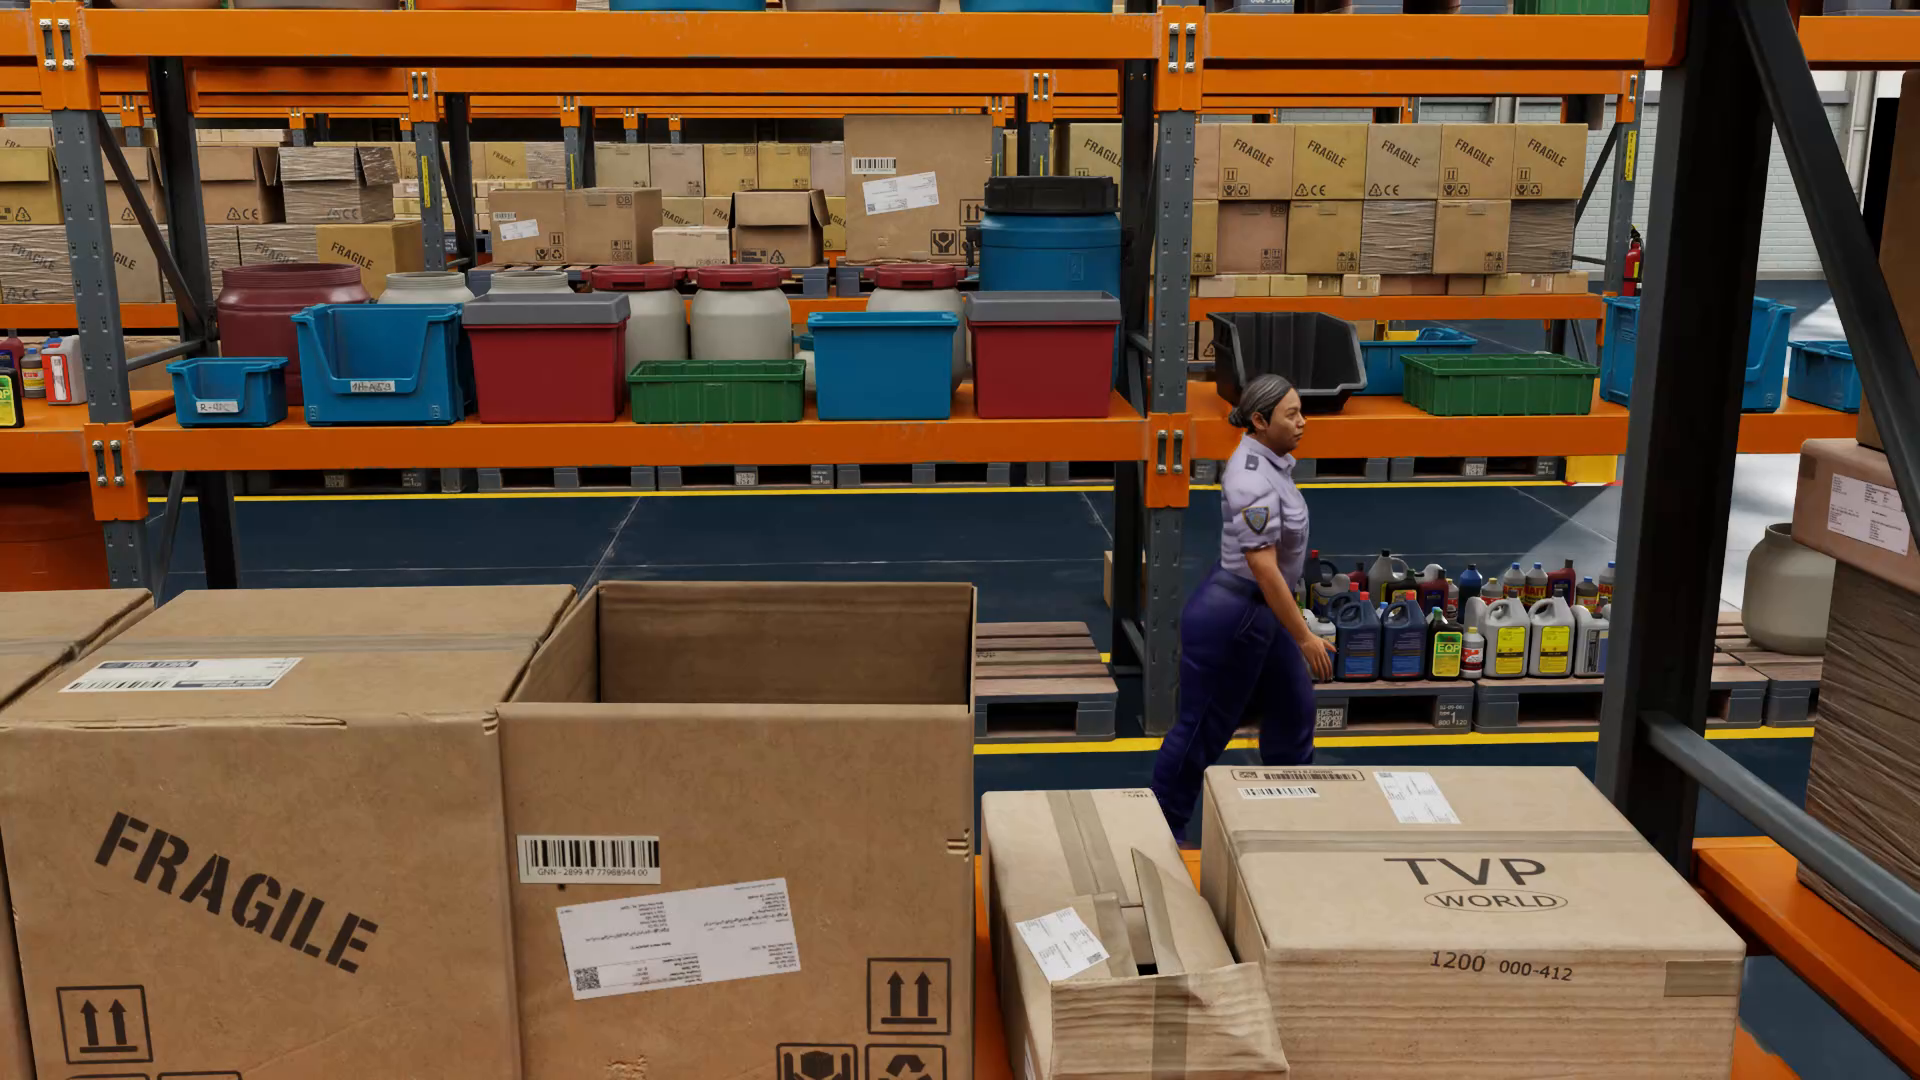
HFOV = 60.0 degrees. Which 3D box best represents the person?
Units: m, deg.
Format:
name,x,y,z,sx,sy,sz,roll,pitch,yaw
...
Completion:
name,x,y,z,sx,sy,sz,roll,pitch,yaw
person,0.965,0.293,5.395,0.724,1.676,0.618,4,14,14
